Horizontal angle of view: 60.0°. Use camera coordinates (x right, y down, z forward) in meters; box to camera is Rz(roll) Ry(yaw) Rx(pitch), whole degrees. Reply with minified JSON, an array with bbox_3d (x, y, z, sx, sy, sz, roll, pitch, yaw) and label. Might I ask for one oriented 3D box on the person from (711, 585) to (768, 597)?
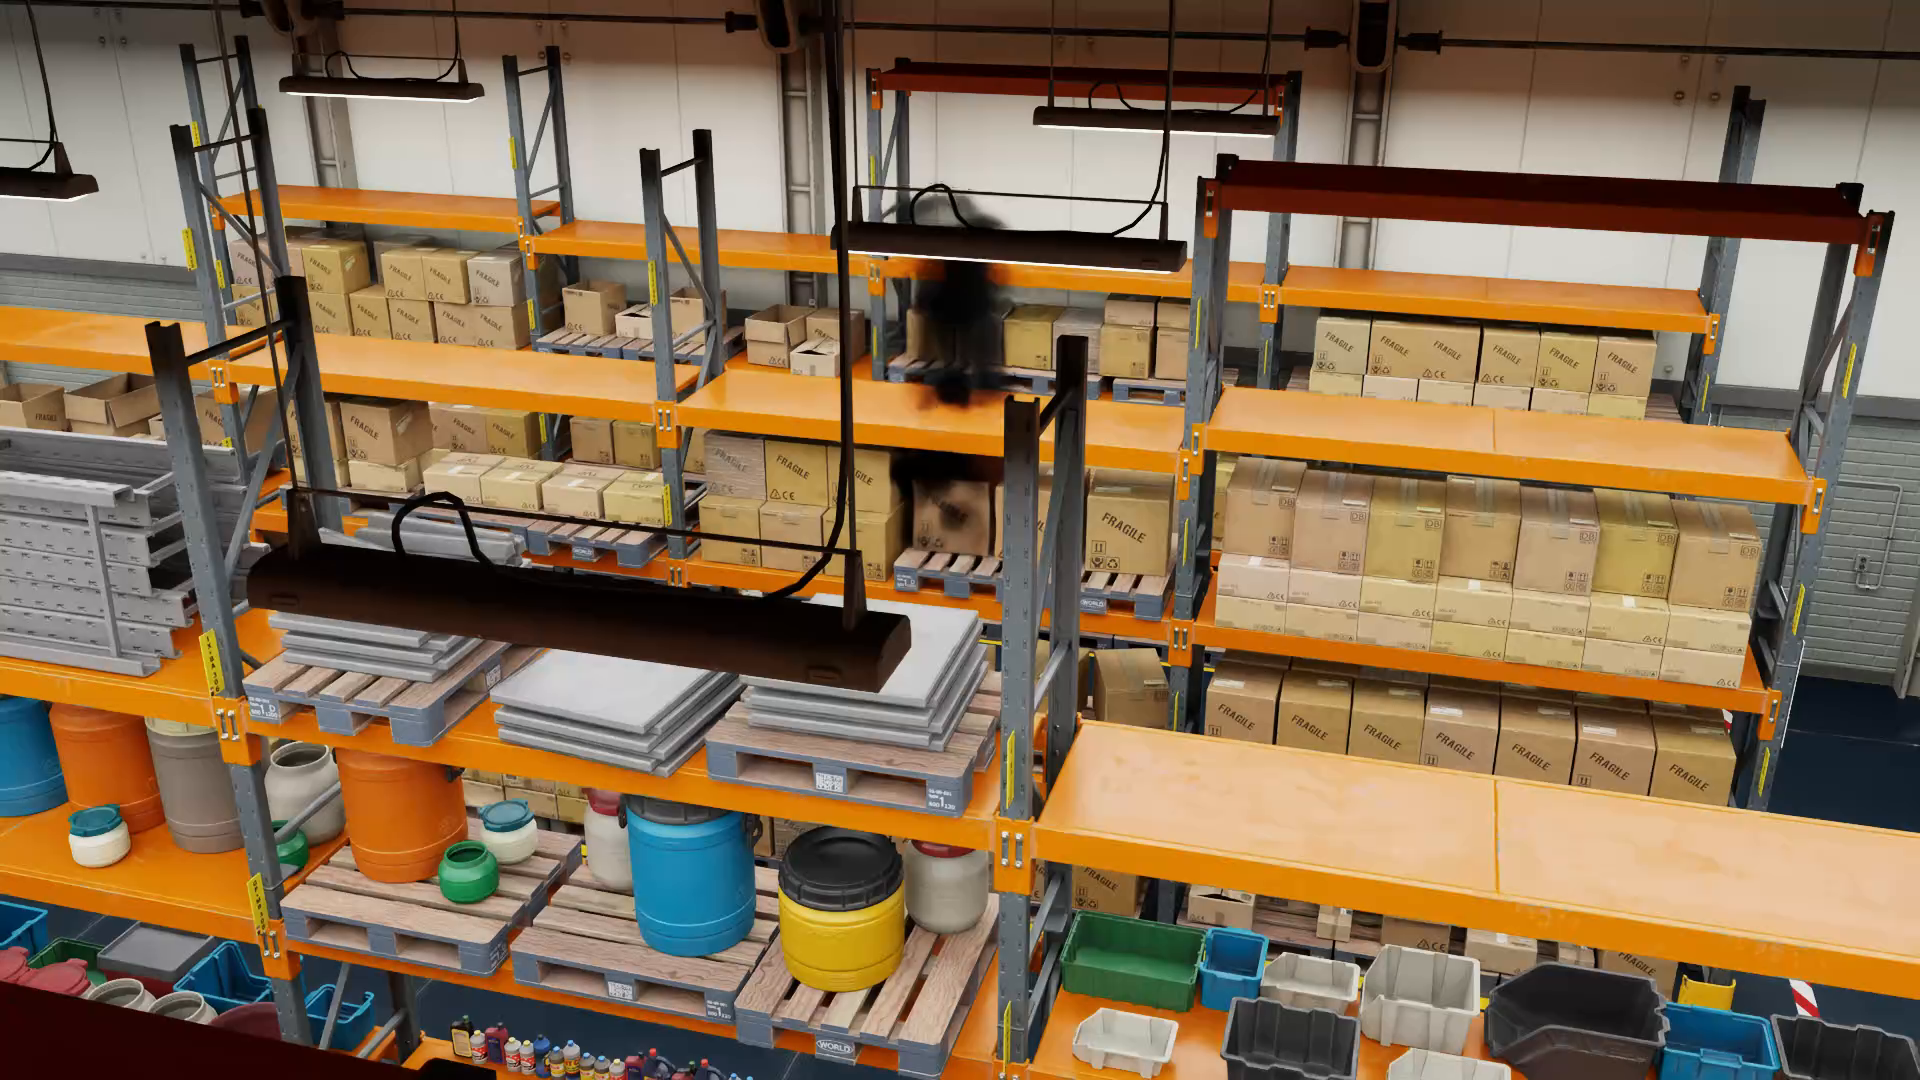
[{"bbox_3d":[-2.159,0.678,16.980,0.836,1.726,0.586,4,23,9],"label":"person"}]
